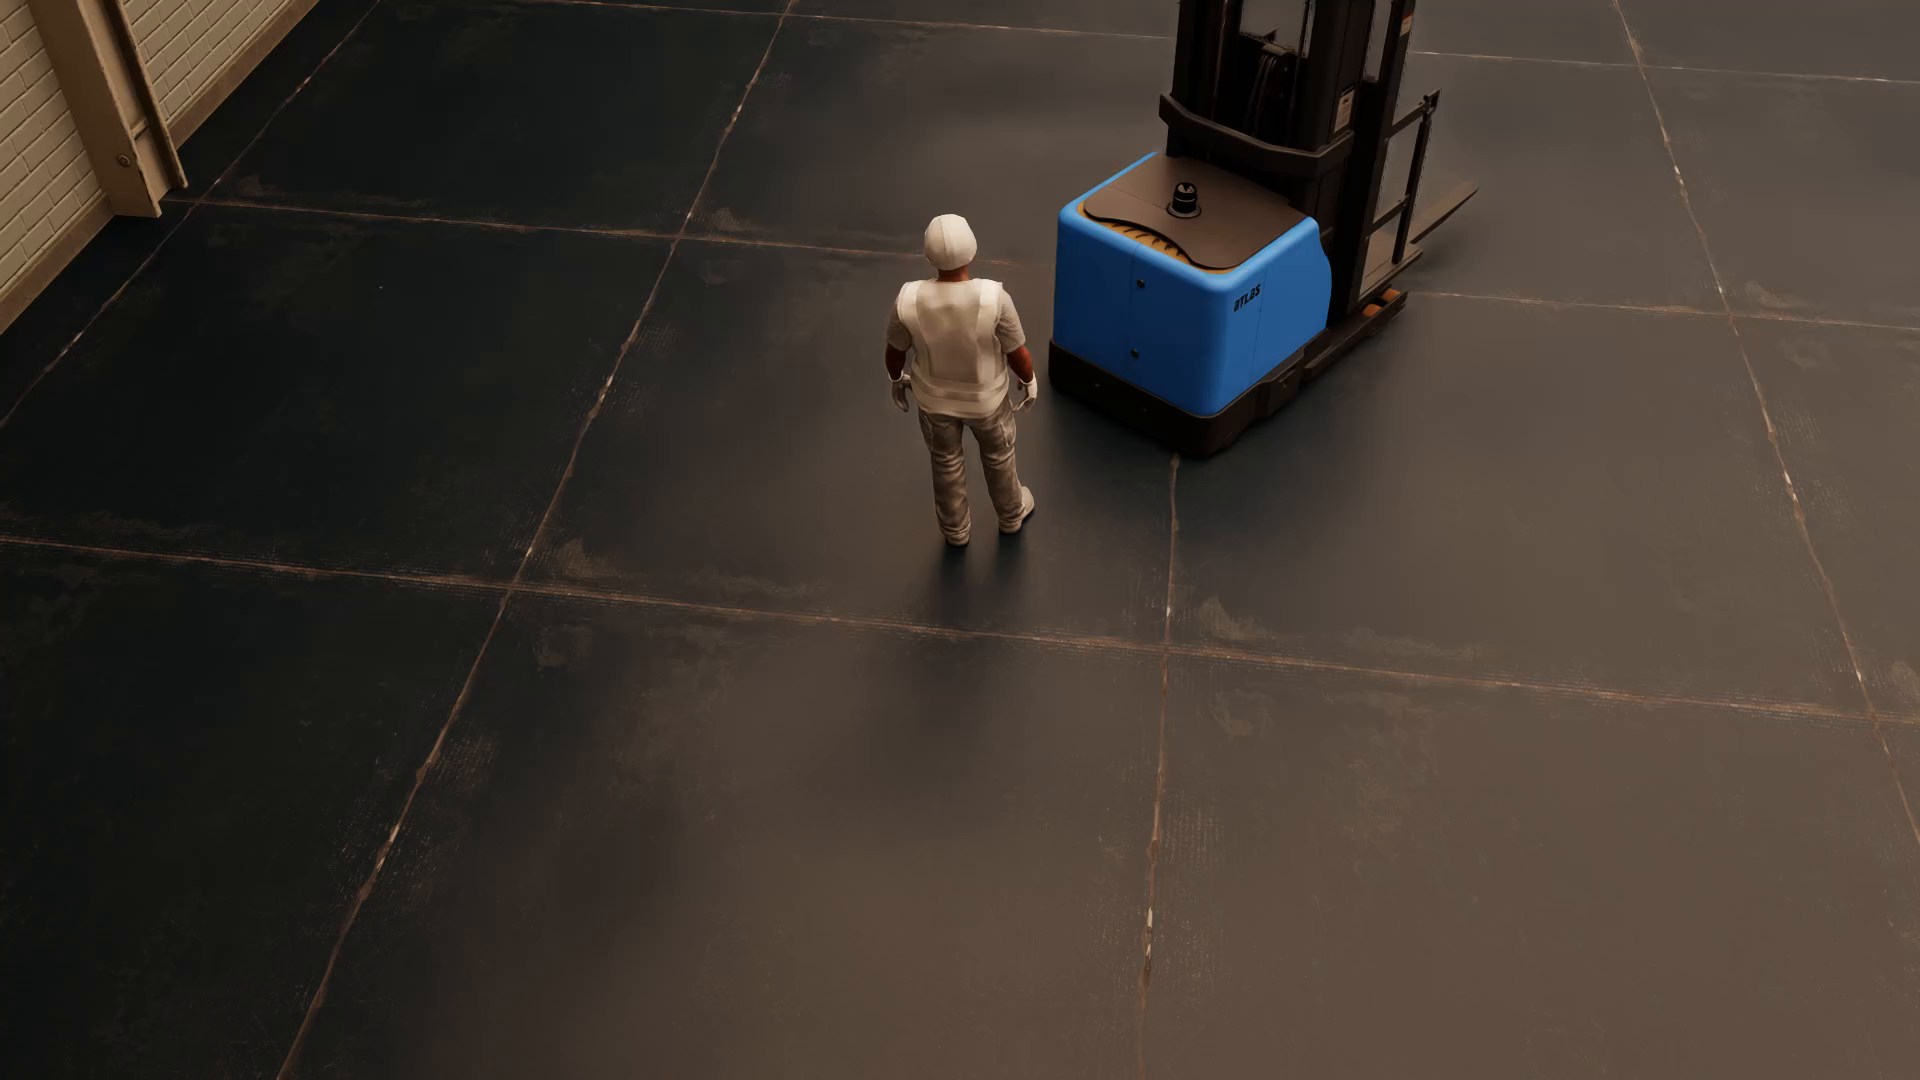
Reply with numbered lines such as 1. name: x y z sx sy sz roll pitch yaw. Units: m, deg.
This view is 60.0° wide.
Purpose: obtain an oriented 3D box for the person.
1. person: 0.018 -0.709 7.334 0.656 1.781 0.577 5 43 6

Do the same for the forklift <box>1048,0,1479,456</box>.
1. forklift: 1.820 -2.412 8.350 1.130 2.935 3.031 31 51 29
